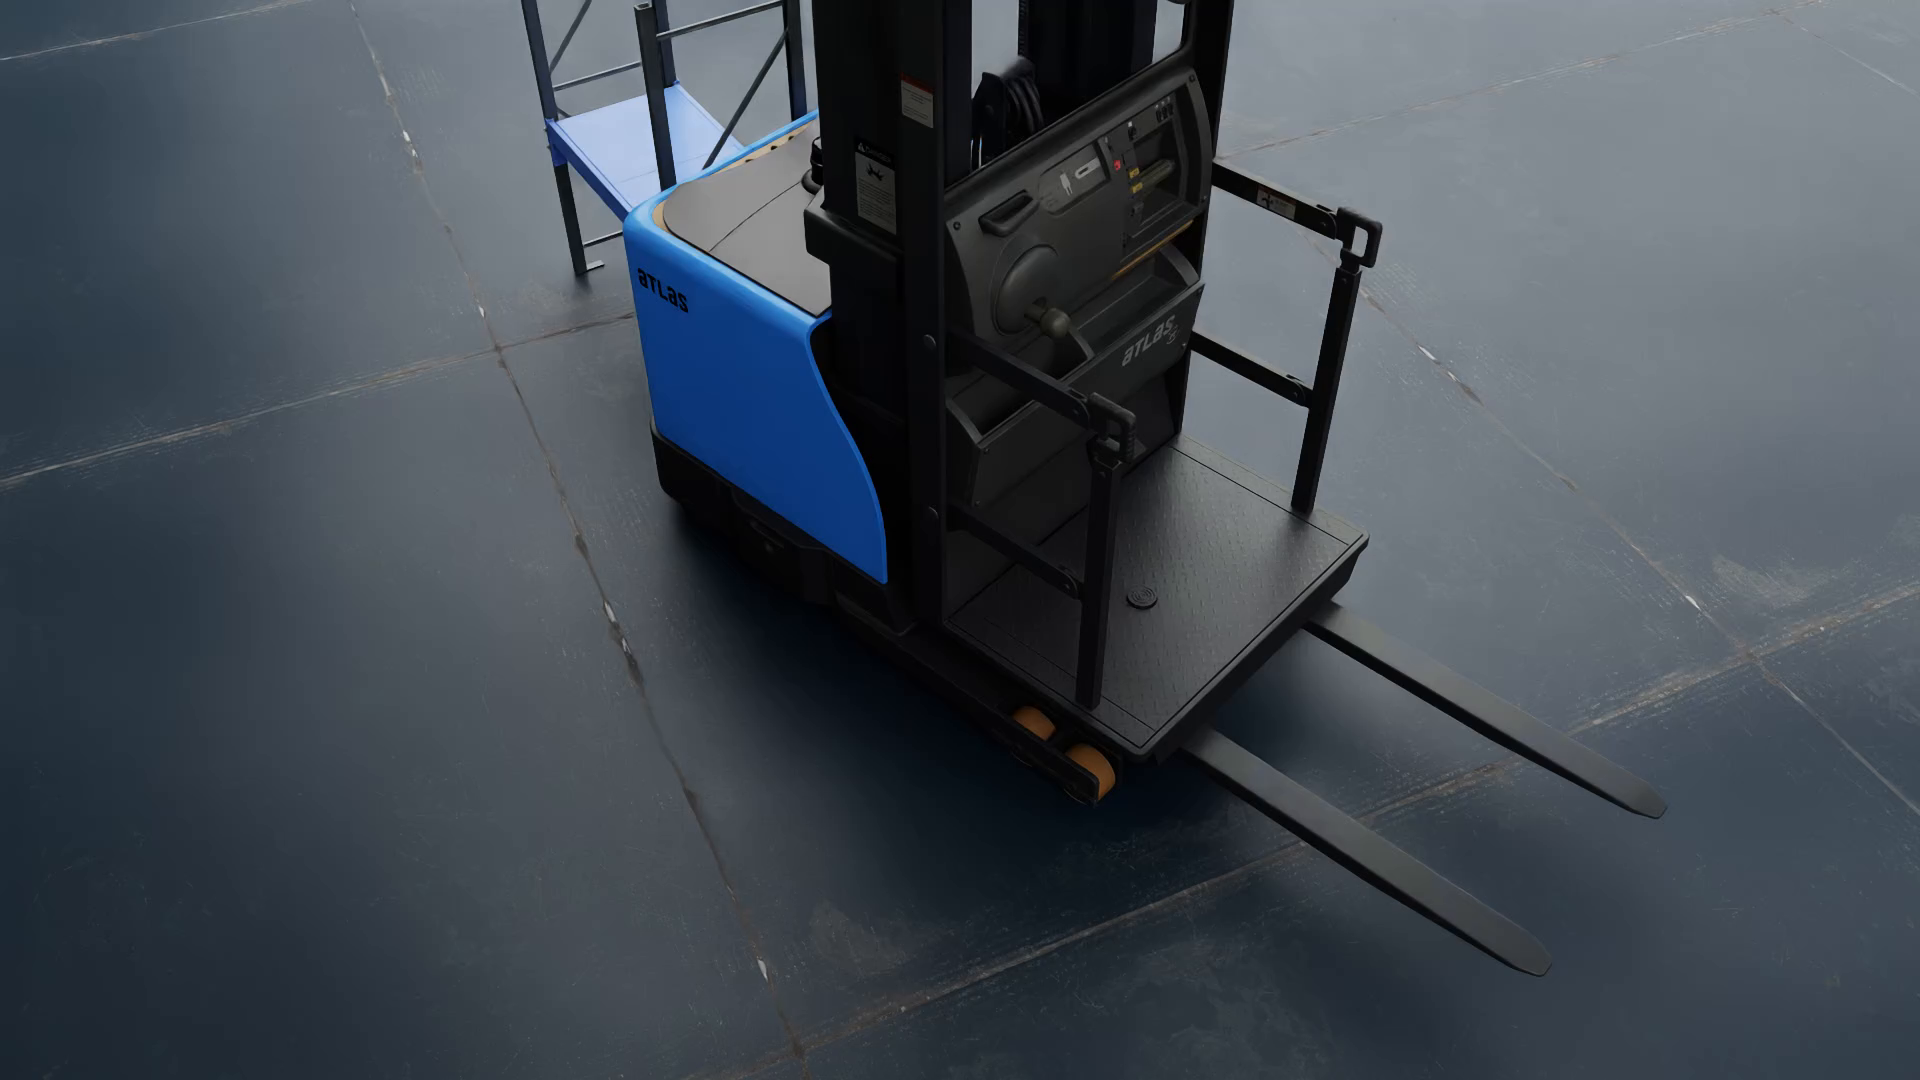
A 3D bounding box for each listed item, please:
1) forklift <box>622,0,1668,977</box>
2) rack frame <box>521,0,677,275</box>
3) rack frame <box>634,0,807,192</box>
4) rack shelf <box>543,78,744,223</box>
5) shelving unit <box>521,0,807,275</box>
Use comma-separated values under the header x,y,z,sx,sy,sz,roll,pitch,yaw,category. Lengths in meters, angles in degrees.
x,y,z,sx,sy,sz,roll,pitch,yaw,category
0.465,-0.748,3.921,3.031,2.935,1.130,32,53,29,forklift
-1.240,-1.636,5.840,0.500,1.500,0.032,-24,50,-23,rack frame
-0.688,-1.036,5.232,0.500,1.500,0.032,-24,50,-23,rack frame
-0.964,-1.208,5.662,0.538,0.185,1.000,-24,50,-23,rack shelf
-0.964,-1.336,5.536,0.538,1.500,1.048,-24,50,-23,shelving unit
